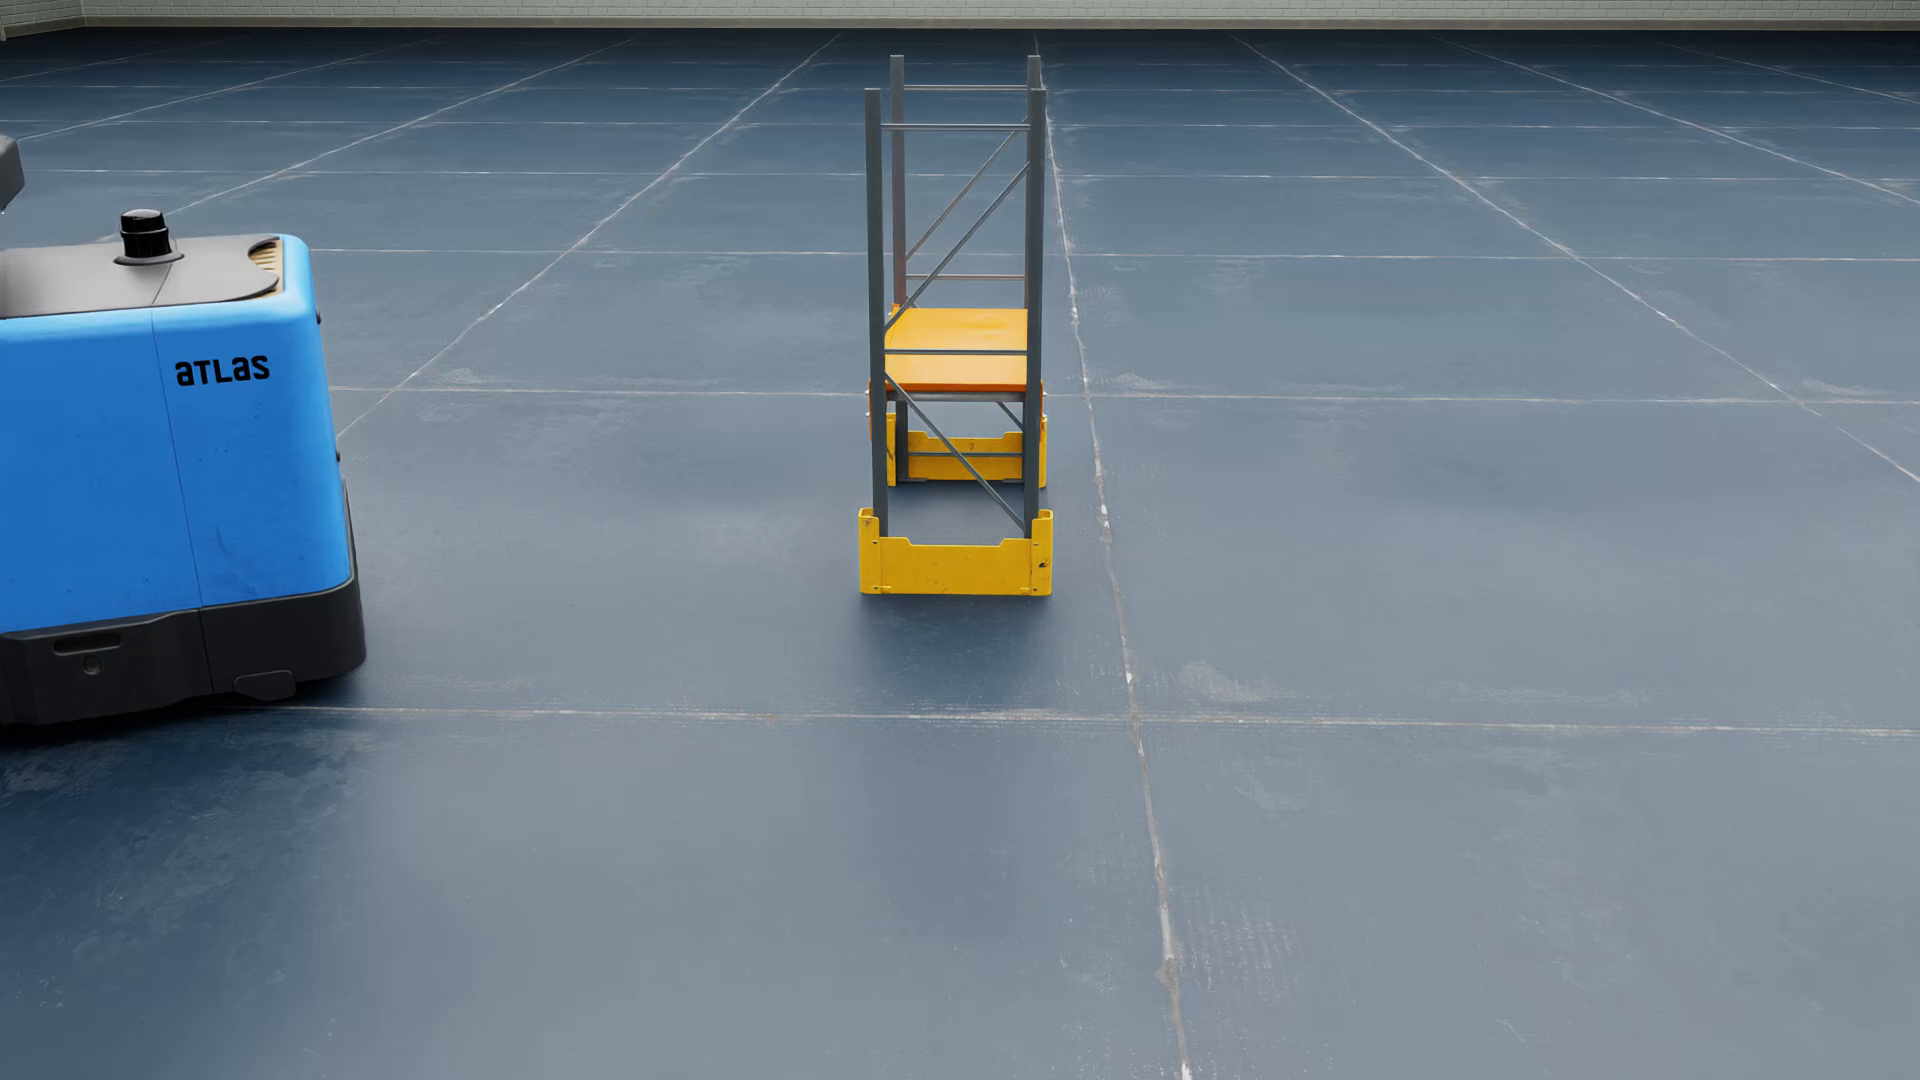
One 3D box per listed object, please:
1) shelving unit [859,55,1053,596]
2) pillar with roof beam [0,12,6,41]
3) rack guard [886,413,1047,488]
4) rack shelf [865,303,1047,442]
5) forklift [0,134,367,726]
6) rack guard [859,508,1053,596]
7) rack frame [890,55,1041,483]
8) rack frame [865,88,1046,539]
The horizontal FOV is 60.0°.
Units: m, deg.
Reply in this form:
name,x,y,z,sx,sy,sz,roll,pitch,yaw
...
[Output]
name,x,y,z,sx,sy,sz,roll,pitch,yaw
shelving unit,0.002,-0.727,5.329,0.587,1.500,1.083,1,21,2
pillar with roof beam,-9.910,-11.442,22.577,9.100,9.000,0.400,1,21,2
rack guard,0.017,-0.324,6.019,0.587,0.250,0.087,1,21,2
rack shelf,0.003,-0.562,5.402,0.538,0.185,1.000,1,21,2
forklift,-3.177,-0.931,3.877,3.031,2.935,1.130,-8,23,-19
rack guard,-0.013,0.036,5.091,0.587,0.250,0.087,1,21,2
rack frame,0.018,-0.914,5.811,0.500,1.500,0.032,1,21,2
rack frame,-0.013,-0.546,4.863,0.500,1.500,0.032,1,21,2
